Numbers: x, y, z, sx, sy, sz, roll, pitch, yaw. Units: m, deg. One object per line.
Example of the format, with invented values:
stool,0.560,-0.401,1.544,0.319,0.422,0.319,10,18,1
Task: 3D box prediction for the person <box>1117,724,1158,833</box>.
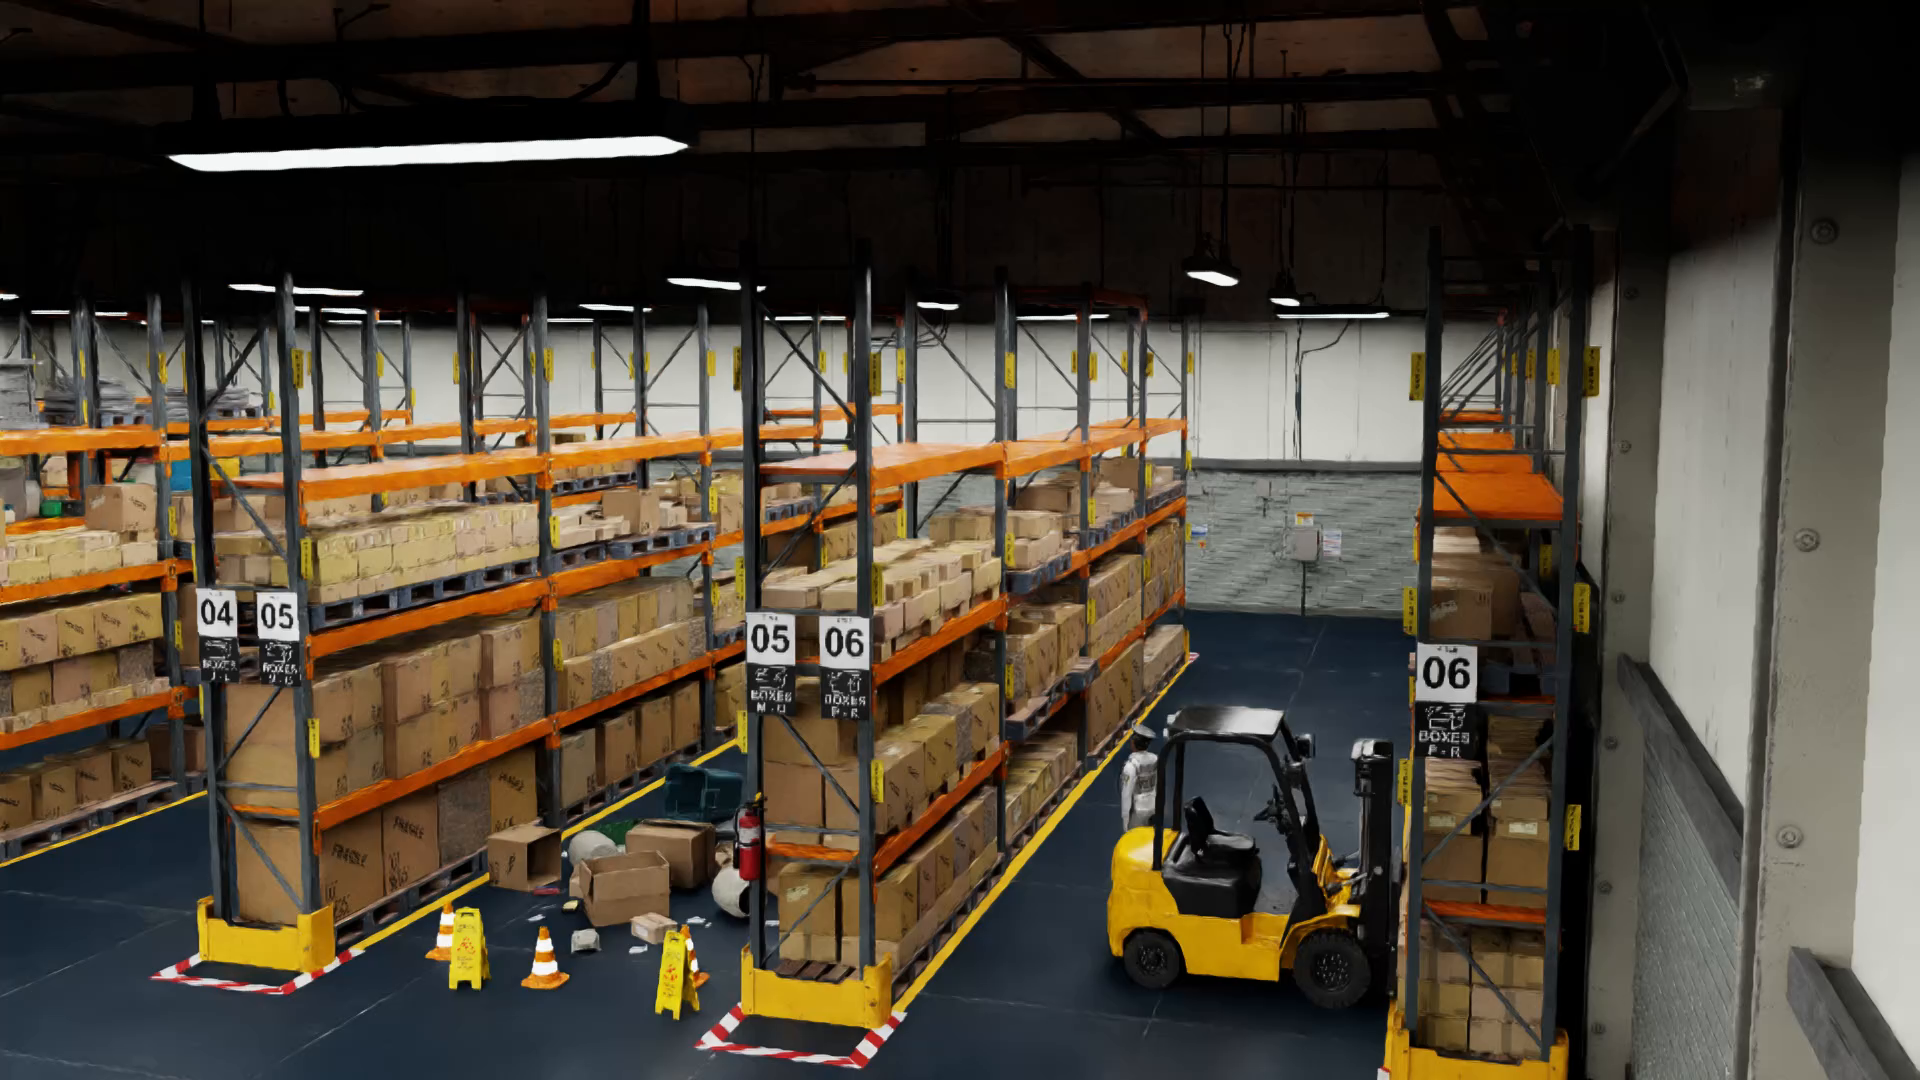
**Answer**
person,1.655,2.575,15.716,0.512,1.676,0.567,6,9,41
